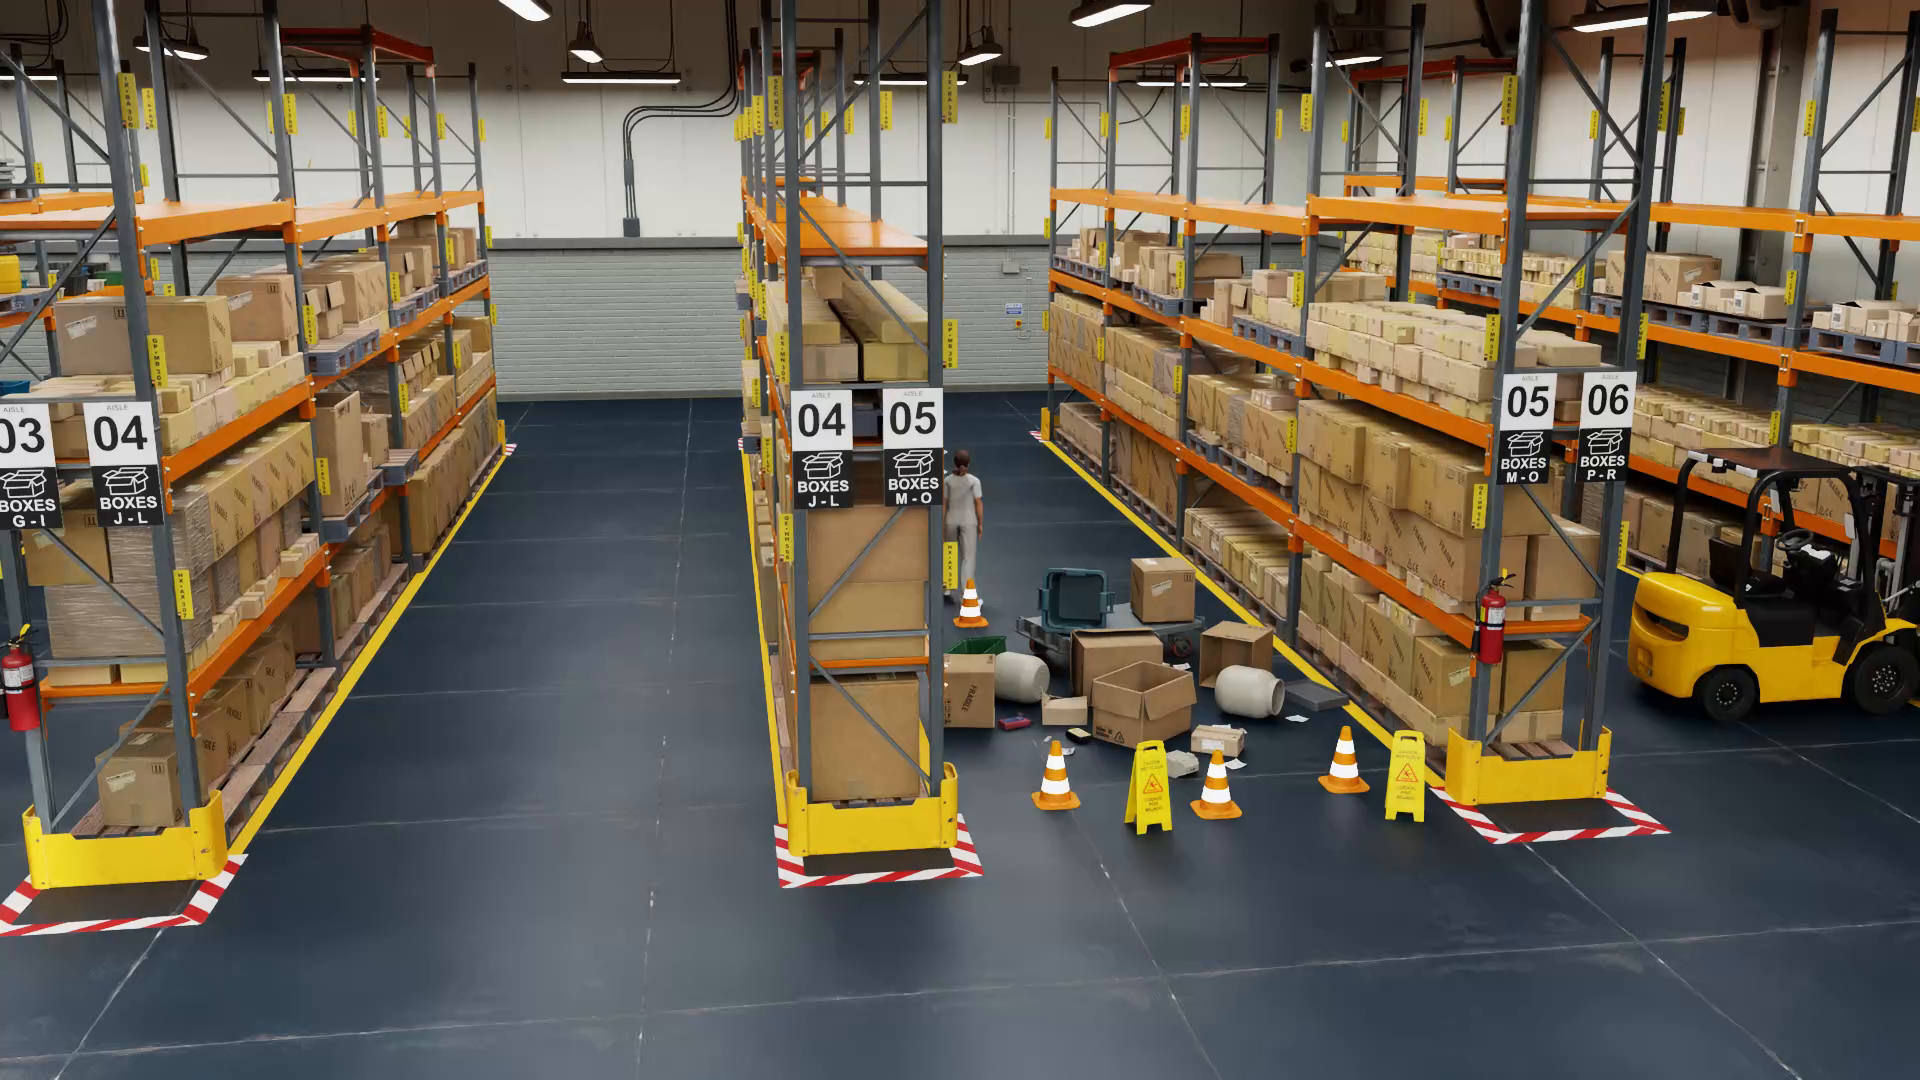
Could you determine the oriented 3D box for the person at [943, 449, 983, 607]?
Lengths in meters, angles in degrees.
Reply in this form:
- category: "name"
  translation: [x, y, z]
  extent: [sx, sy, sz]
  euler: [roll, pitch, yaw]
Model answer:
- category: "person"
  translation: [-0.003, -0.156, 17.654]
  extent: [0.569, 1.627, 0.886]
  euler: [2, 13, 10]
